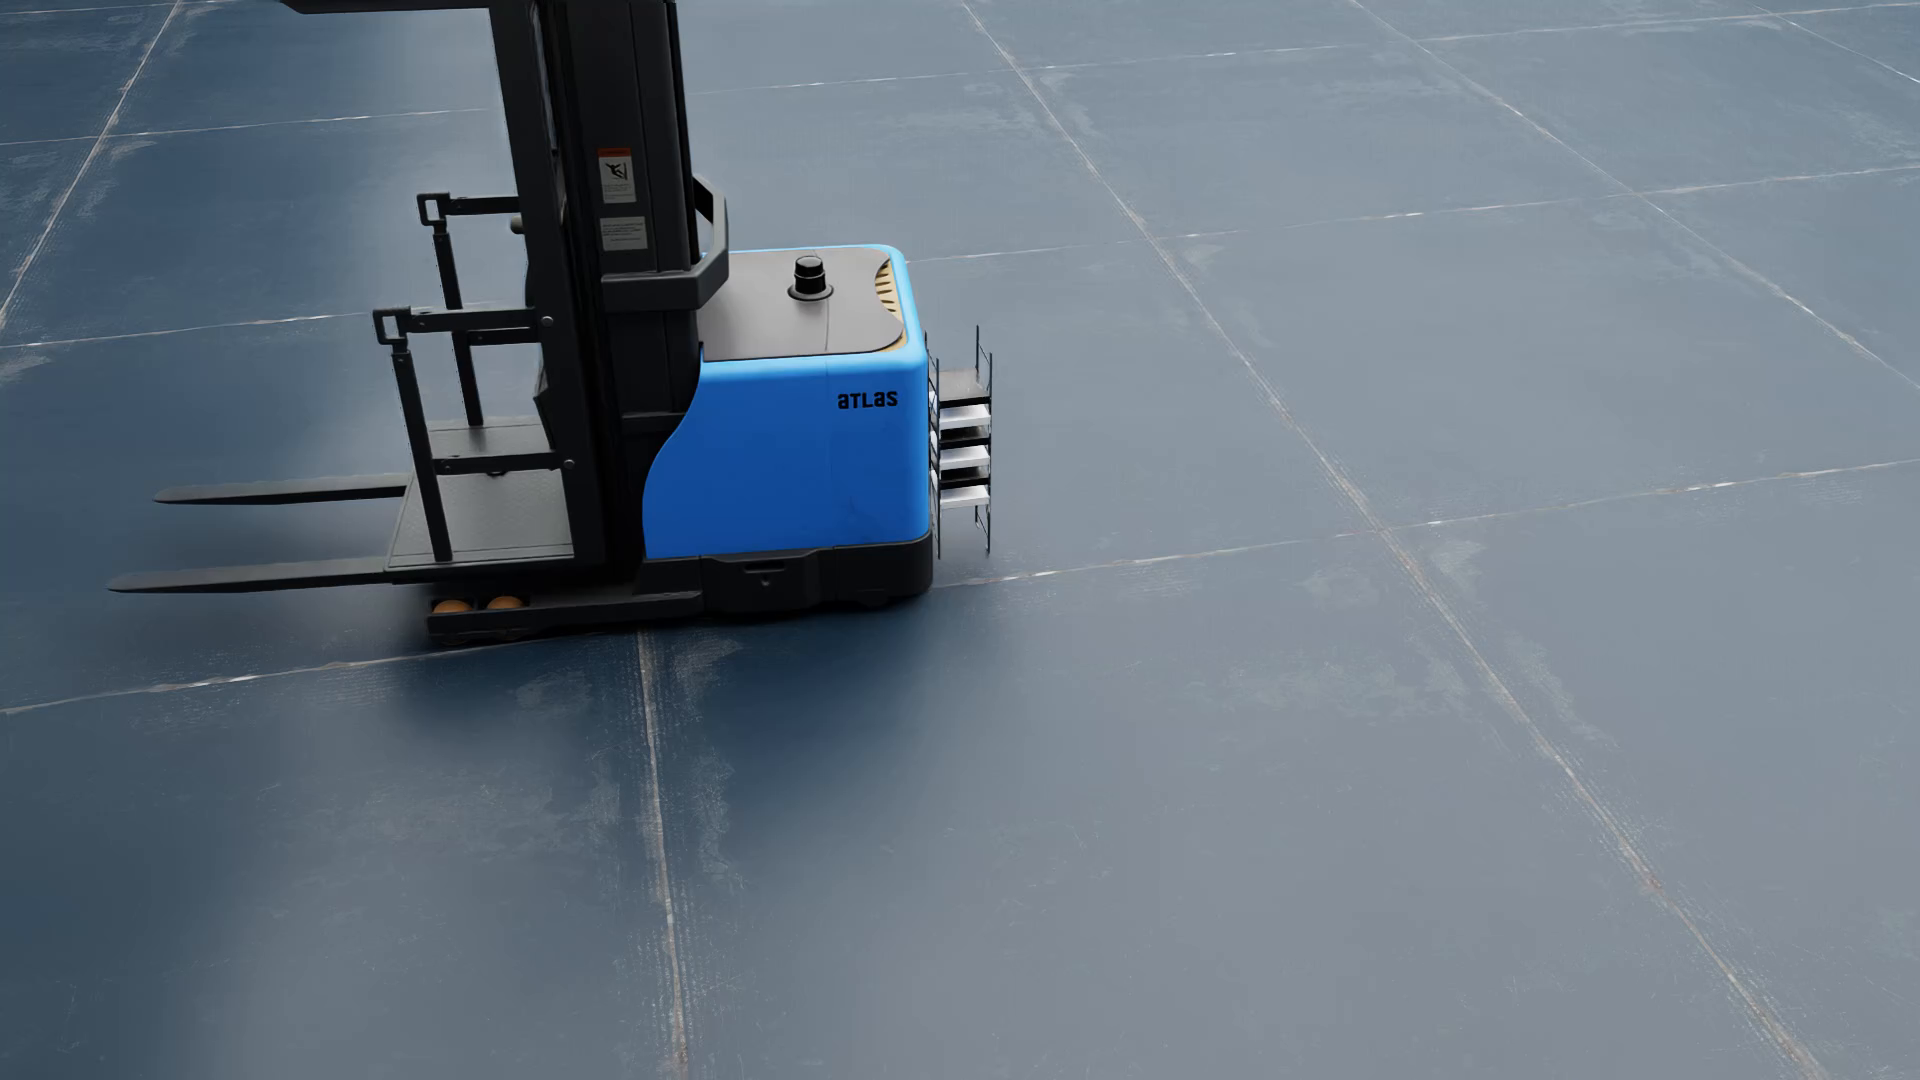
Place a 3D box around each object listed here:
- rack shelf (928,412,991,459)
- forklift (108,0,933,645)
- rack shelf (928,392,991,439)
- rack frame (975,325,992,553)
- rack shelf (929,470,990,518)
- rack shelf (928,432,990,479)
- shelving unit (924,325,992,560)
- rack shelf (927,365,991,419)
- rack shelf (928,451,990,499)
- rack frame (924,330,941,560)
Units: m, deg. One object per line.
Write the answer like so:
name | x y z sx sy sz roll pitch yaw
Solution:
rack shelf | -0.008 -0.420 6.466 0.200 0.077 0.258 -7 35 -11
forklift | -1.659 -1.140 5.819 3.031 2.935 1.130 -4 34 -6
rack shelf | -0.008 -0.494 6.416 0.200 0.077 0.258 -7 35 -11
rack frame | 0.091 -0.385 6.516 0.006 0.900 0.240 -7 35 -11
rack shelf | -0.008 -0.196 6.617 0.200 0.077 0.258 -7 35 -11
rack shelf | -0.008 -0.345 6.516 0.200 0.077 0.258 -7 35 -11
shelving unit | -0.008 -0.373 6.498 0.210 0.900 0.258 -7 35 -11
rack shelf | -0.008 -0.569 6.366 0.200 0.077 0.258 -7 35 -11
rack shelf | -0.008 -0.270 6.566 0.200 0.077 0.258 -7 35 -11
rack frame | -0.107 -0.360 6.479 0.006 0.900 0.240 -7 35 -11
